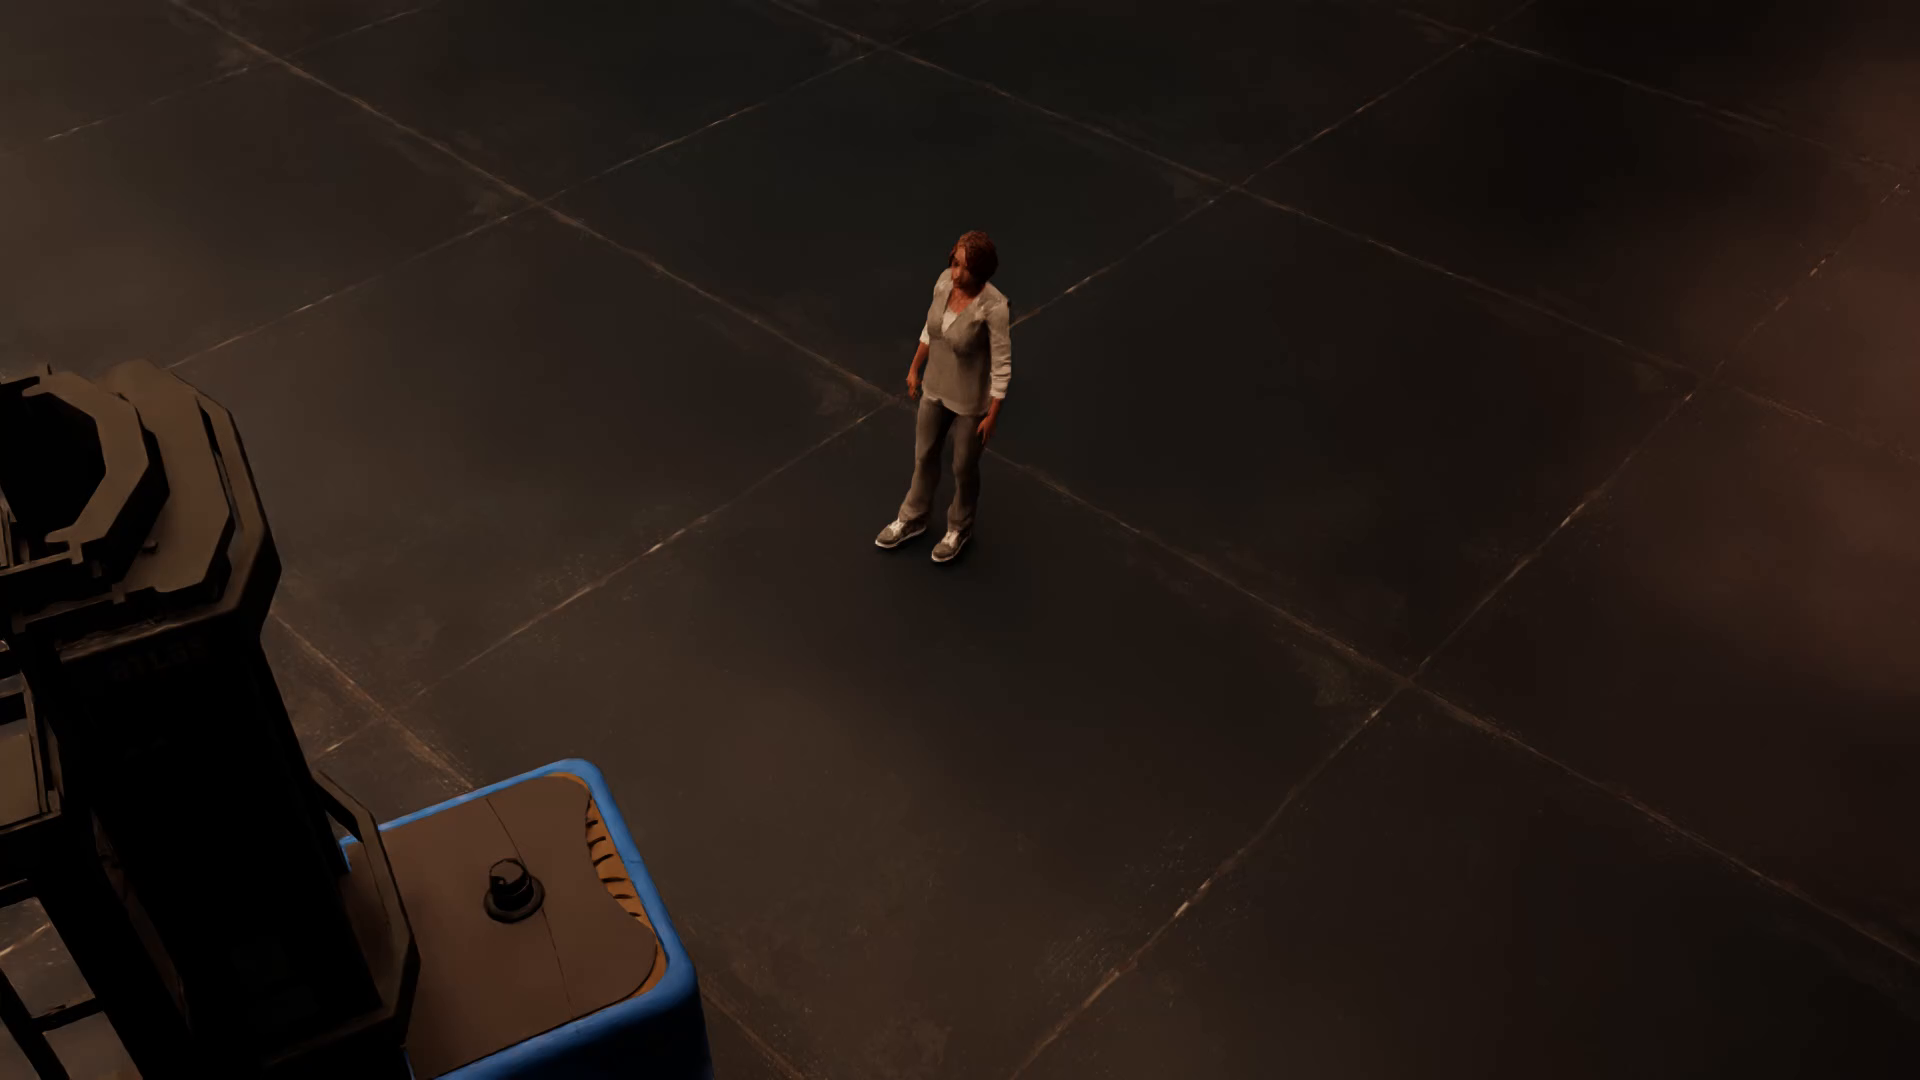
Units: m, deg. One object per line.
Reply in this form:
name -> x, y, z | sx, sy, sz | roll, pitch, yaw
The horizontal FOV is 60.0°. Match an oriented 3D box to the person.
person -> -0.060, -0.582, 7.120 | 0.521, 1.597, 0.474 | 31, 49, 31

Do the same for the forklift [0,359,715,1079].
forklift -> -2.271, 1.092, 4.155 | 3.031, 2.935, 1.130 | -19, 44, -21
